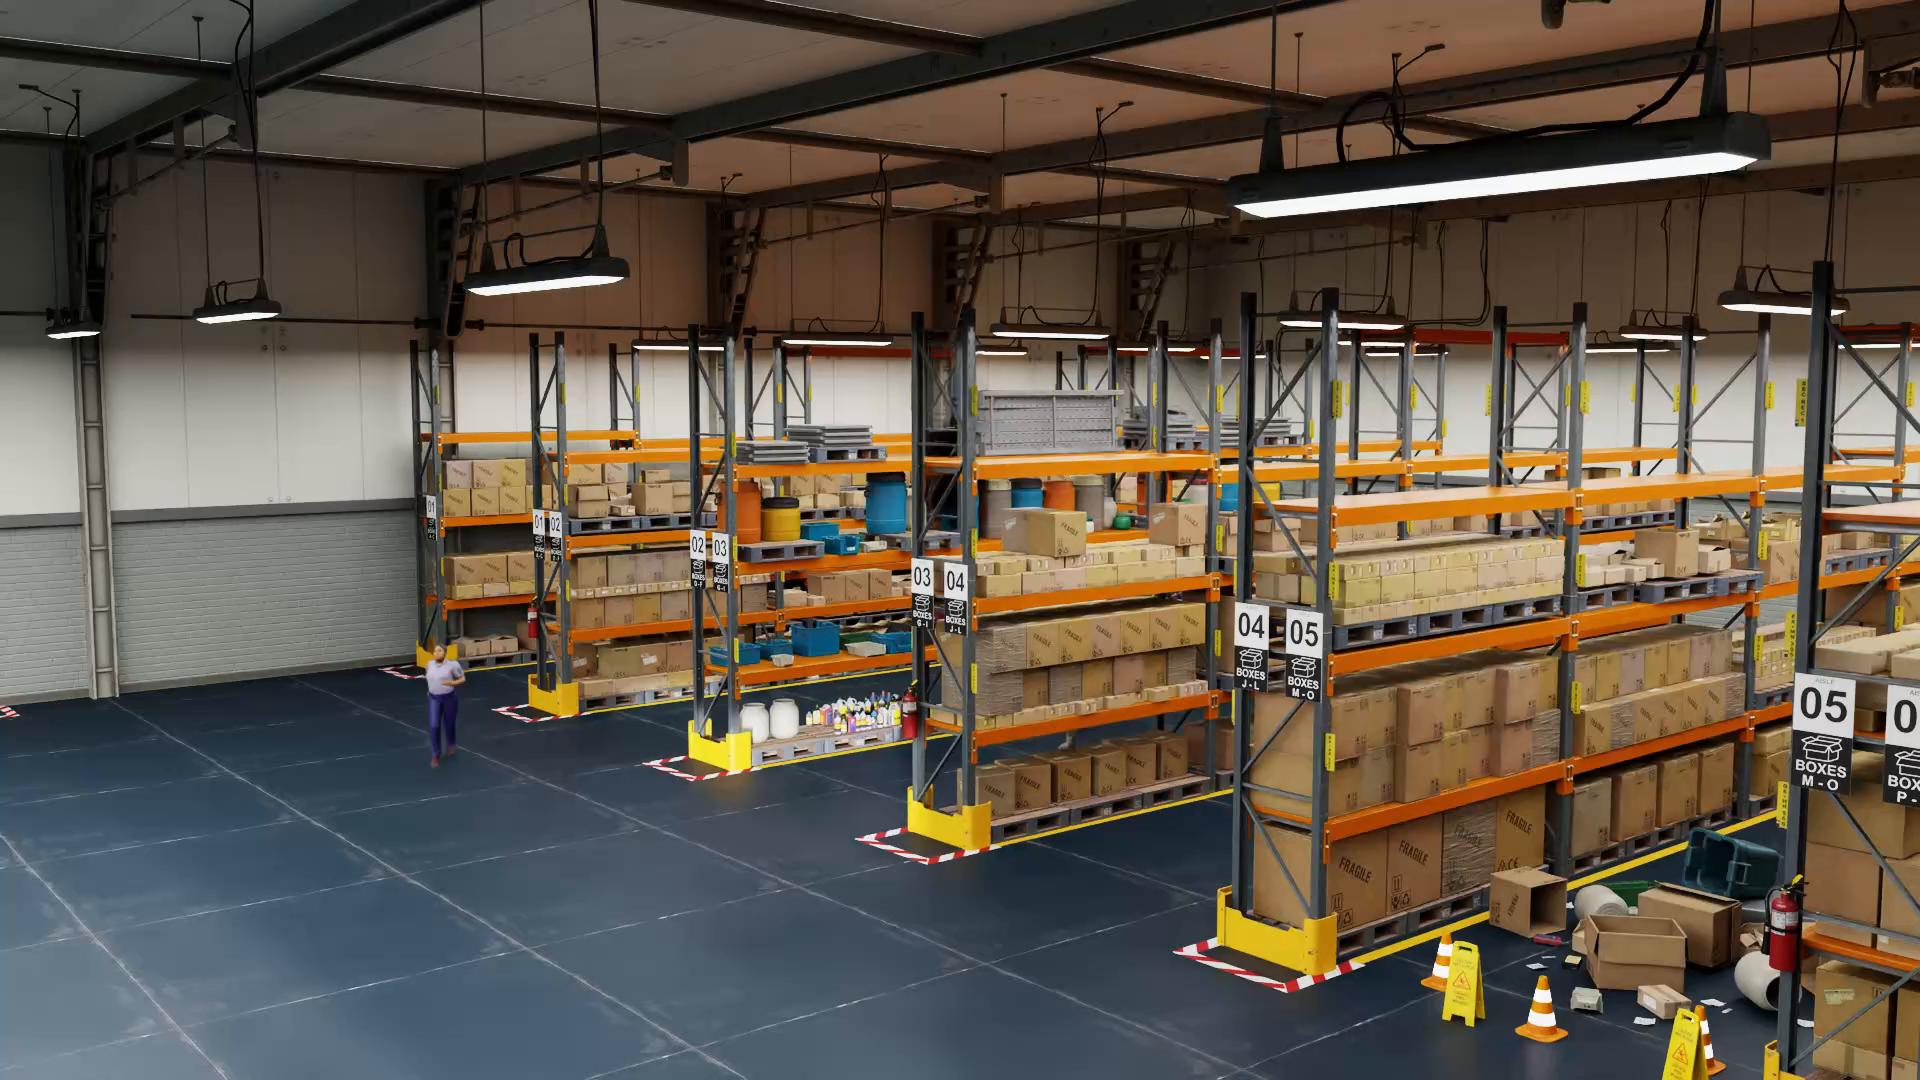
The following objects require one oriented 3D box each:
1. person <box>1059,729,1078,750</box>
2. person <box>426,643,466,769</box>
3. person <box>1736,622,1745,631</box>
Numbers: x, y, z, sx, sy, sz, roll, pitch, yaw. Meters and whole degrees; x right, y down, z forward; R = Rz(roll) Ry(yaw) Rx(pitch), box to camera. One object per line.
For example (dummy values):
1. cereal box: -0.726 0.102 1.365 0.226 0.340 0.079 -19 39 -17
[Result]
1. person: 1.501 1.947 22.361 0.587 1.728 0.701 -5 7 -45
2. person: -7.059 2.252 22.804 0.582 1.686 0.794 -1 5 -6
3. person: 11.482 2.084 24.377 0.767 1.773 0.670 -3 6 -32
